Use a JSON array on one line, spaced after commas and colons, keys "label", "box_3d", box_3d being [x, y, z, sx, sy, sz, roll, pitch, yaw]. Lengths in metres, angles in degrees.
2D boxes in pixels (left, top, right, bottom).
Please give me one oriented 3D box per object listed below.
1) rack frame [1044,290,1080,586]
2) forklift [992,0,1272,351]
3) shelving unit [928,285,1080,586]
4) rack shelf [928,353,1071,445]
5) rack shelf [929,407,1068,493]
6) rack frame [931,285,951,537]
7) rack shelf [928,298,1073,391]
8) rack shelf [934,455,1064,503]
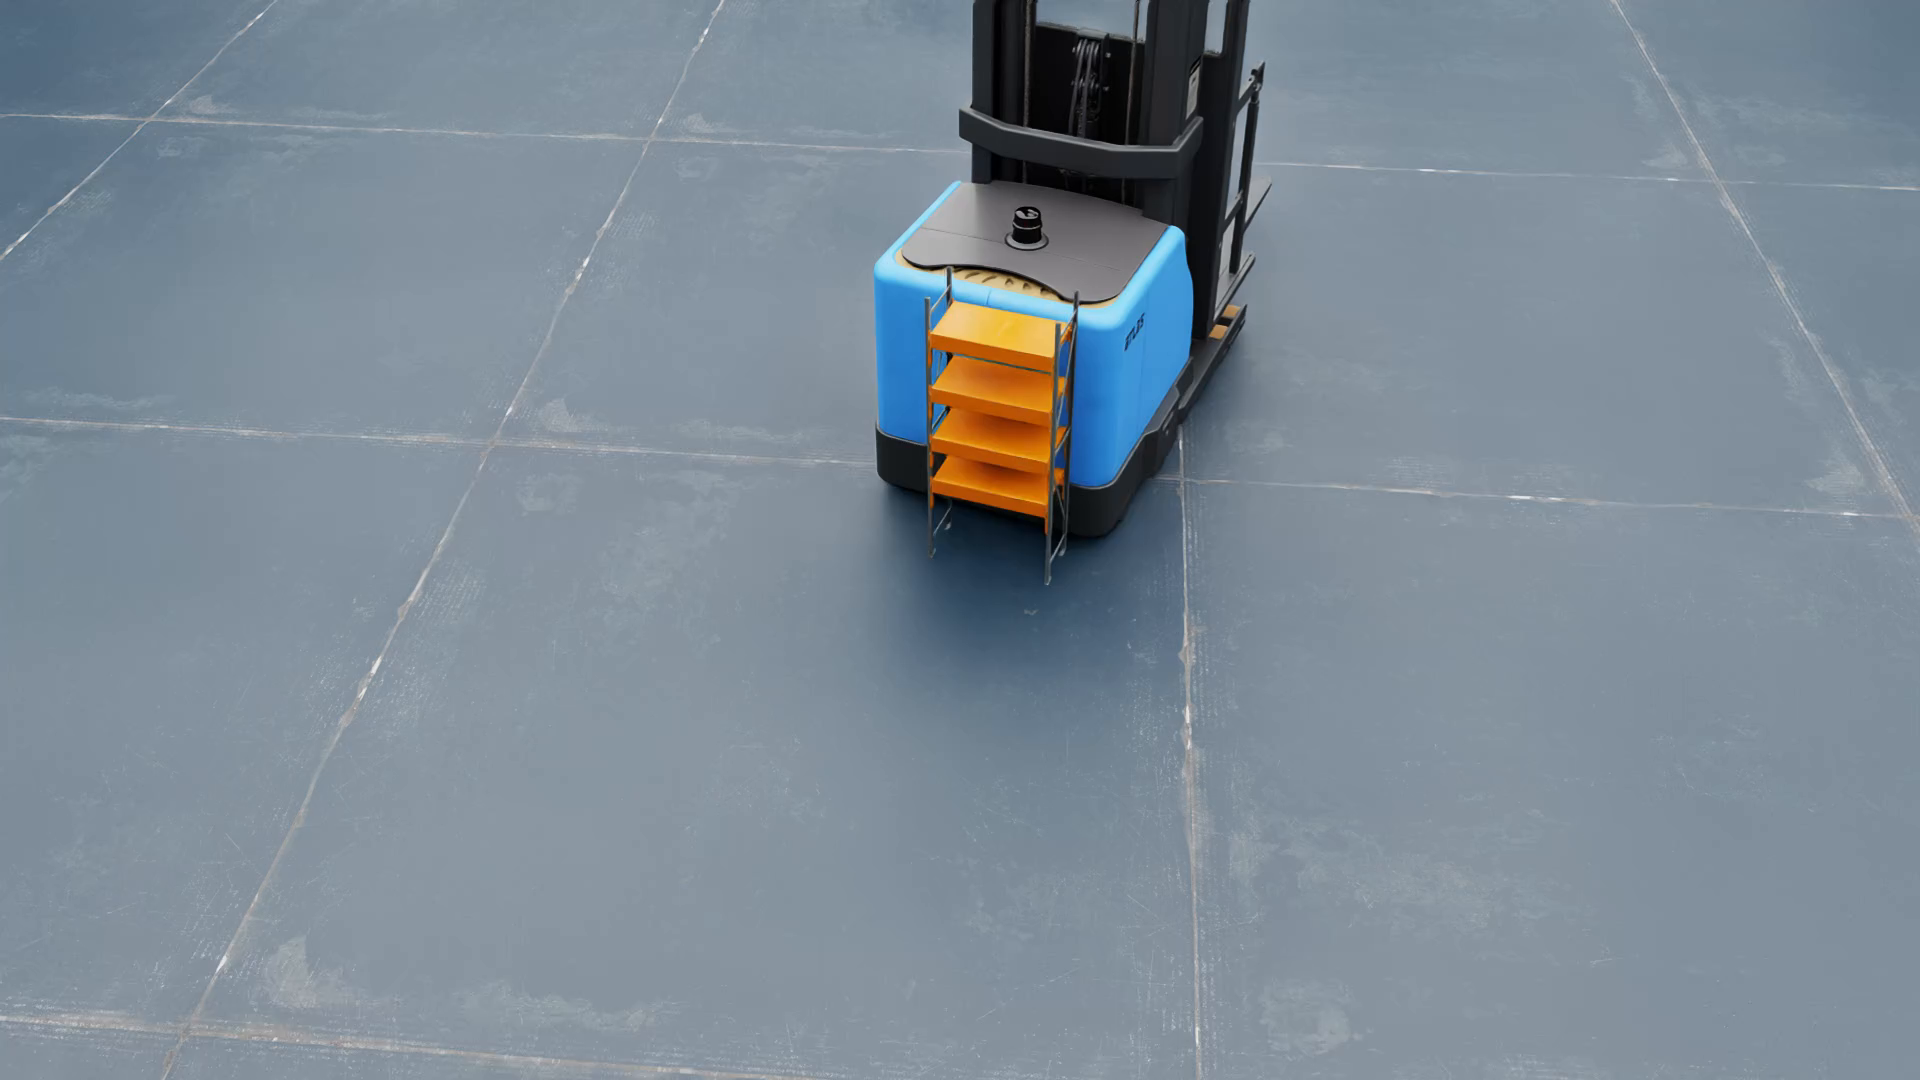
[{"label": "rack frame", "box_3d": [0.380, -0.357, 6.238, 0.015, 1.200, 0.240, 13, 41, 16]}, {"label": "forklift", "box_3d": [0.717, -2.079, 6.982, 1.121, 2.935, 3.031, 16, 42, 18]}, {"label": "shelving unit", "box_3d": [0.153, -0.410, 6.303, 0.499, 1.200, 0.258, 13, 41, 16]}, {"label": "rack shelf", "box_3d": [0.151, -0.532, 6.205, 0.480, 0.148, 0.258, 13, 41, 16]}, {"label": "rack shelf", "box_3d": [0.151, -0.358, 6.347, 0.480, 0.148, 0.258, 13, 41, 16]}, {"label": "rack frame", "box_3d": [-0.078, -0.464, 6.369, 0.006, 1.046, 0.228, 13, 41, 16]}, {"label": "rack shelf", "box_3d": [0.151, -0.715, 6.056, 0.480, 0.148, 0.258, 13, 41, 16]}, {"label": "rack shelf", "box_3d": [0.151, -0.246, 6.438, 0.457, 0.021, 0.221, 13, 41, 16]}]
